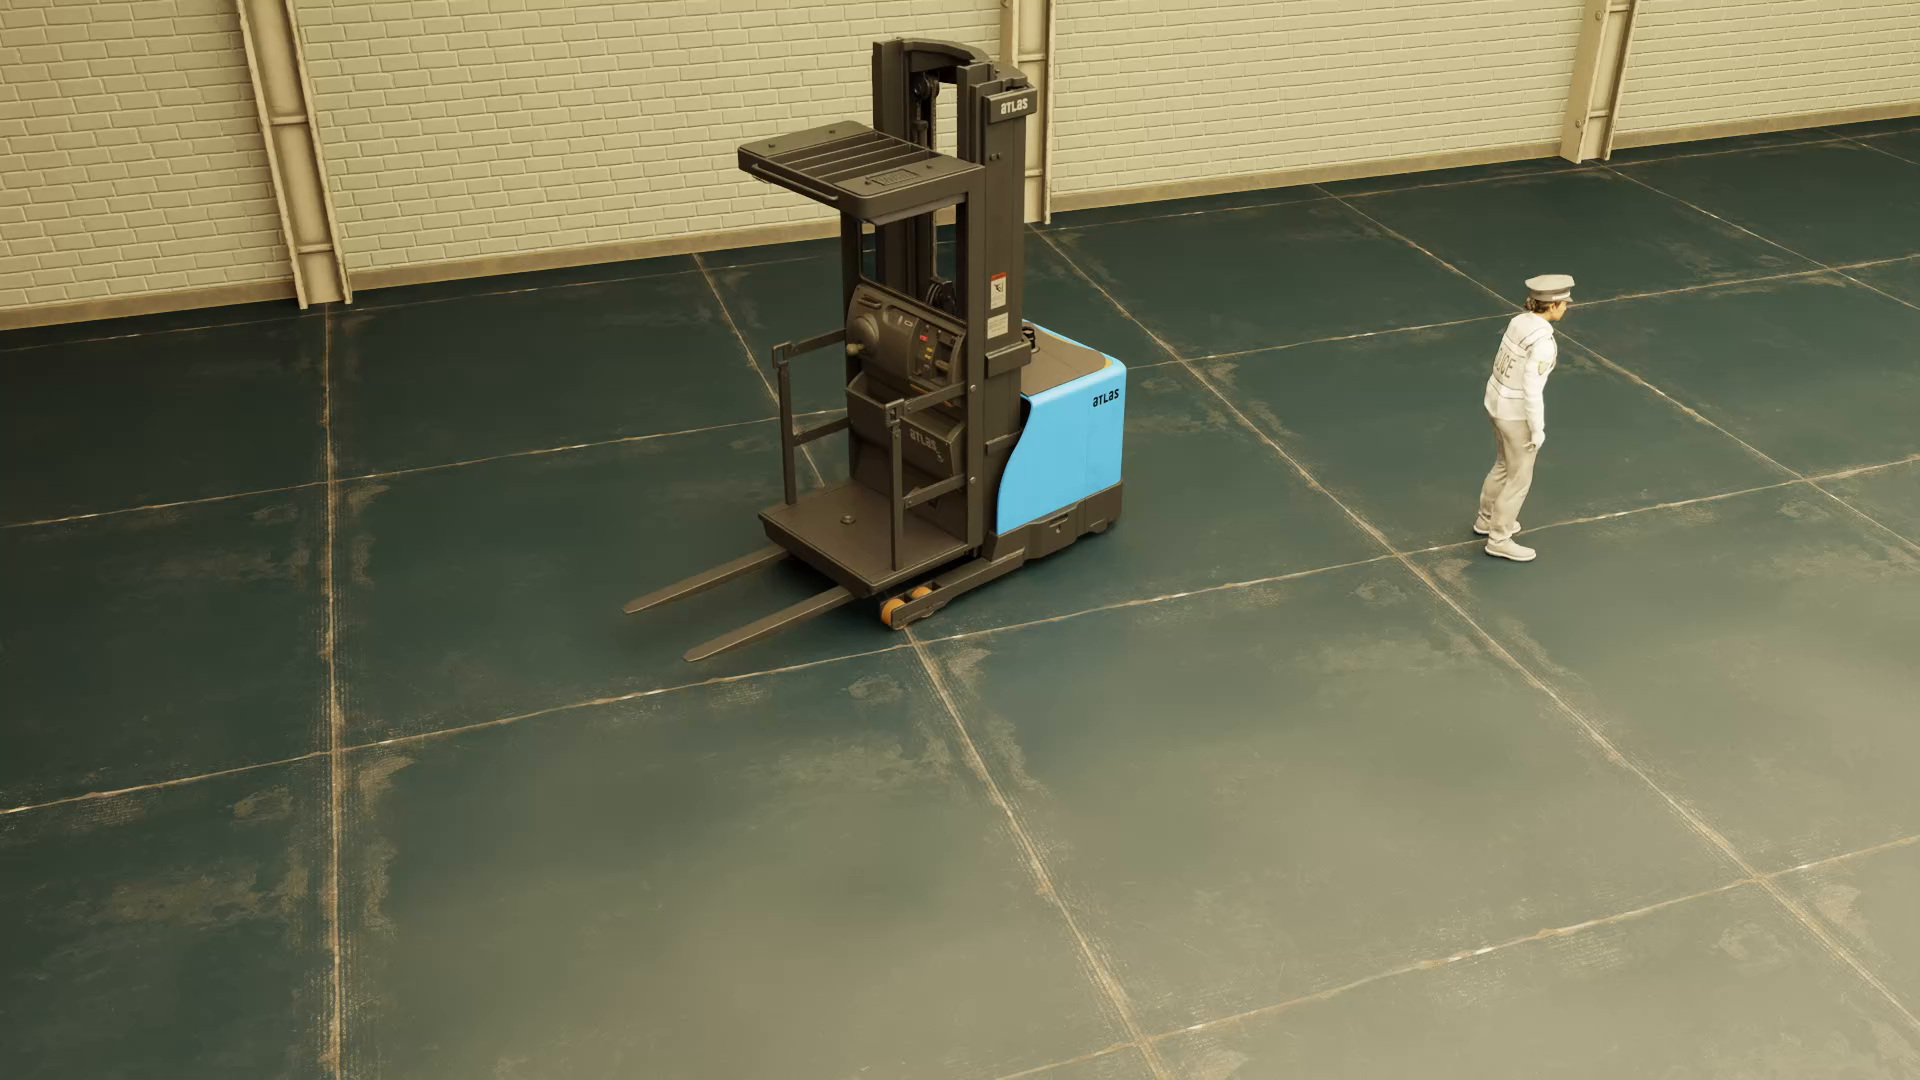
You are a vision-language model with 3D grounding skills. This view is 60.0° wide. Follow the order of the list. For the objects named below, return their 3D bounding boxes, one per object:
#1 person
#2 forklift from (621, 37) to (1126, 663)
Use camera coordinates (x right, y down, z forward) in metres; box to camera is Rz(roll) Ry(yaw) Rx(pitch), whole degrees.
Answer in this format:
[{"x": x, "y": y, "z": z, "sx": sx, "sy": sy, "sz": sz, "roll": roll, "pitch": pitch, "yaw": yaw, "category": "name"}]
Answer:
[{"x": 3.234, "y": -0.725, "z": 9.618, "sx": 0.374, "sy": 1.665, "sz": 0.547, "roll": -1, "pitch": 30, "yaw": -1, "category": "person"}, {"x": -0.461, "y": -1.072, "z": 8.951, "sx": 3.031, "sy": 2.935, "sz": 1.130, "roll": -23, "pitch": 37, "yaw": -34, "category": "forklift"}]
